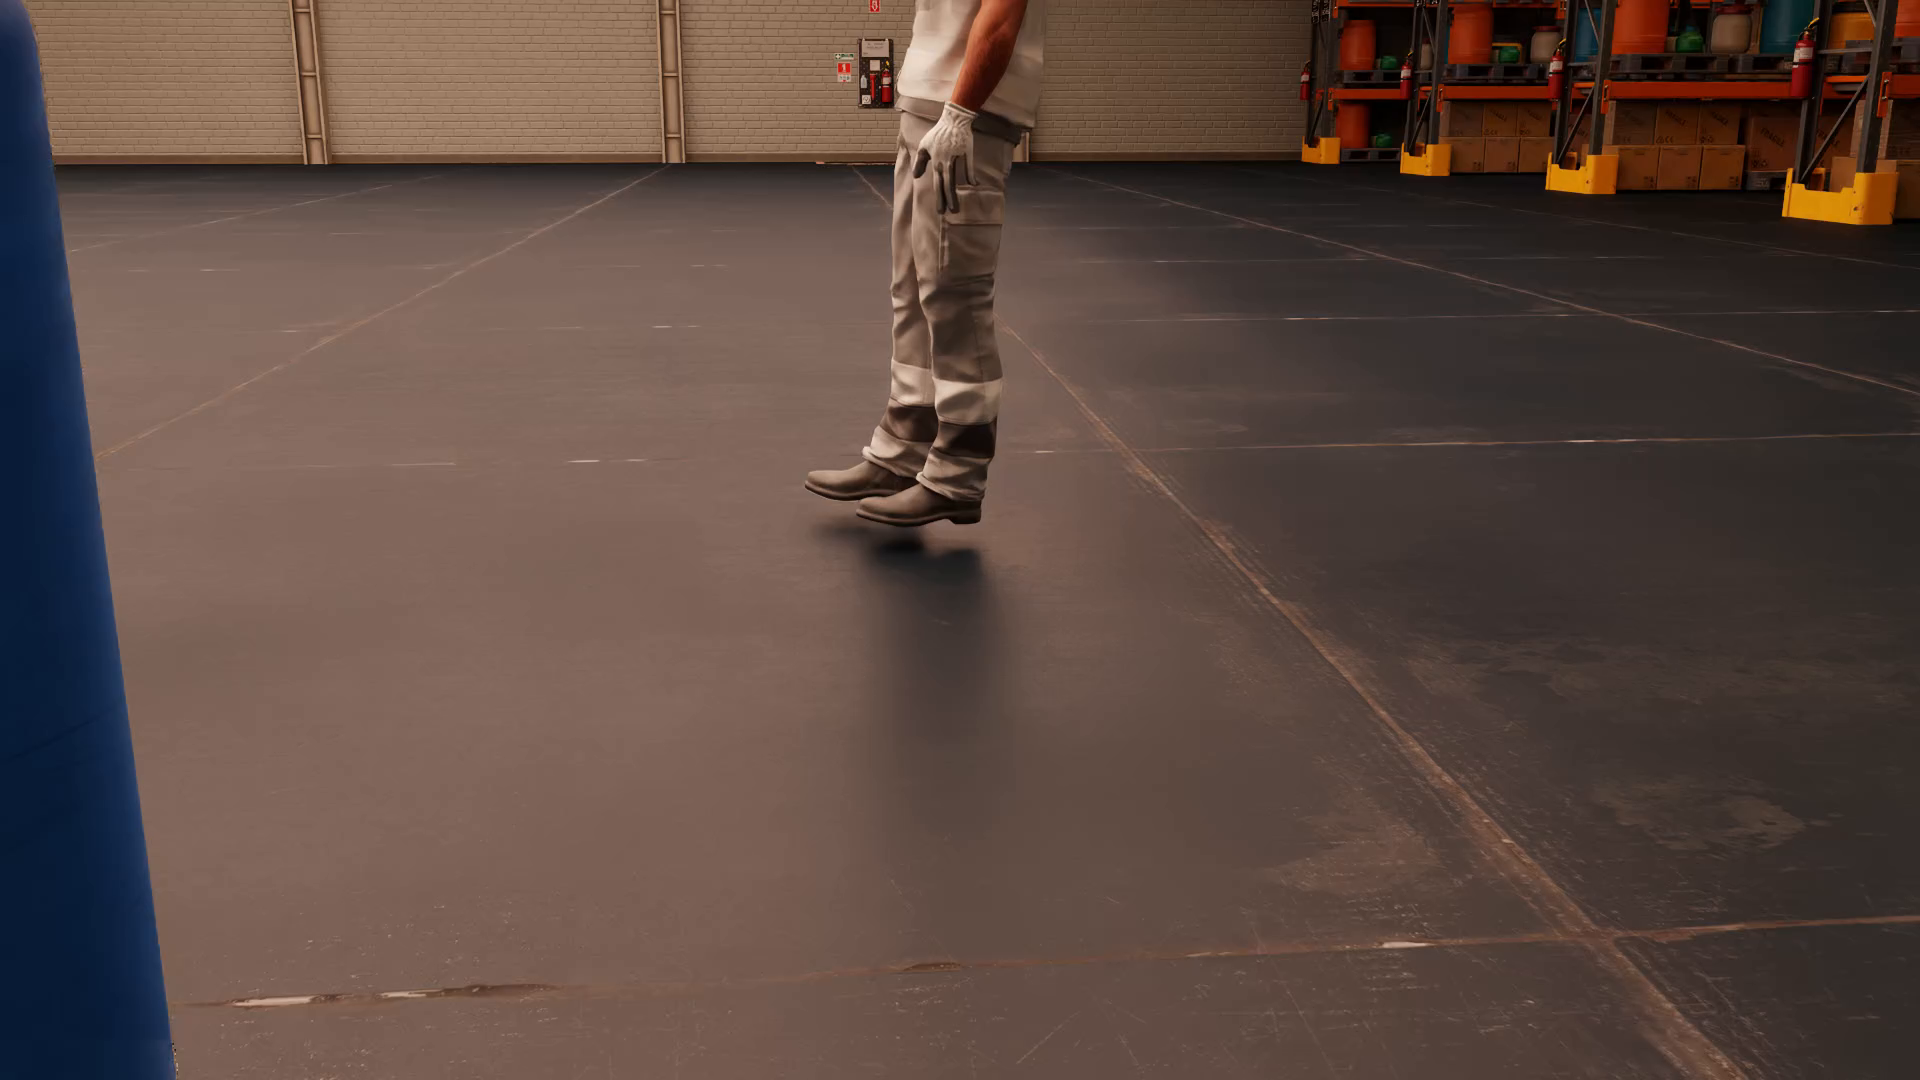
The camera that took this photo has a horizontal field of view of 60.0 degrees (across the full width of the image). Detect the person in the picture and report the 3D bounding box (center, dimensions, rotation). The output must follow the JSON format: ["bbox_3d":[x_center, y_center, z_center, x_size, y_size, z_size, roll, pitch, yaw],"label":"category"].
[{"bbox_3d":[-0.081,-0.913,3.700,0.561,1.789,0.637,-1,15,-5],"label":"person"}]
